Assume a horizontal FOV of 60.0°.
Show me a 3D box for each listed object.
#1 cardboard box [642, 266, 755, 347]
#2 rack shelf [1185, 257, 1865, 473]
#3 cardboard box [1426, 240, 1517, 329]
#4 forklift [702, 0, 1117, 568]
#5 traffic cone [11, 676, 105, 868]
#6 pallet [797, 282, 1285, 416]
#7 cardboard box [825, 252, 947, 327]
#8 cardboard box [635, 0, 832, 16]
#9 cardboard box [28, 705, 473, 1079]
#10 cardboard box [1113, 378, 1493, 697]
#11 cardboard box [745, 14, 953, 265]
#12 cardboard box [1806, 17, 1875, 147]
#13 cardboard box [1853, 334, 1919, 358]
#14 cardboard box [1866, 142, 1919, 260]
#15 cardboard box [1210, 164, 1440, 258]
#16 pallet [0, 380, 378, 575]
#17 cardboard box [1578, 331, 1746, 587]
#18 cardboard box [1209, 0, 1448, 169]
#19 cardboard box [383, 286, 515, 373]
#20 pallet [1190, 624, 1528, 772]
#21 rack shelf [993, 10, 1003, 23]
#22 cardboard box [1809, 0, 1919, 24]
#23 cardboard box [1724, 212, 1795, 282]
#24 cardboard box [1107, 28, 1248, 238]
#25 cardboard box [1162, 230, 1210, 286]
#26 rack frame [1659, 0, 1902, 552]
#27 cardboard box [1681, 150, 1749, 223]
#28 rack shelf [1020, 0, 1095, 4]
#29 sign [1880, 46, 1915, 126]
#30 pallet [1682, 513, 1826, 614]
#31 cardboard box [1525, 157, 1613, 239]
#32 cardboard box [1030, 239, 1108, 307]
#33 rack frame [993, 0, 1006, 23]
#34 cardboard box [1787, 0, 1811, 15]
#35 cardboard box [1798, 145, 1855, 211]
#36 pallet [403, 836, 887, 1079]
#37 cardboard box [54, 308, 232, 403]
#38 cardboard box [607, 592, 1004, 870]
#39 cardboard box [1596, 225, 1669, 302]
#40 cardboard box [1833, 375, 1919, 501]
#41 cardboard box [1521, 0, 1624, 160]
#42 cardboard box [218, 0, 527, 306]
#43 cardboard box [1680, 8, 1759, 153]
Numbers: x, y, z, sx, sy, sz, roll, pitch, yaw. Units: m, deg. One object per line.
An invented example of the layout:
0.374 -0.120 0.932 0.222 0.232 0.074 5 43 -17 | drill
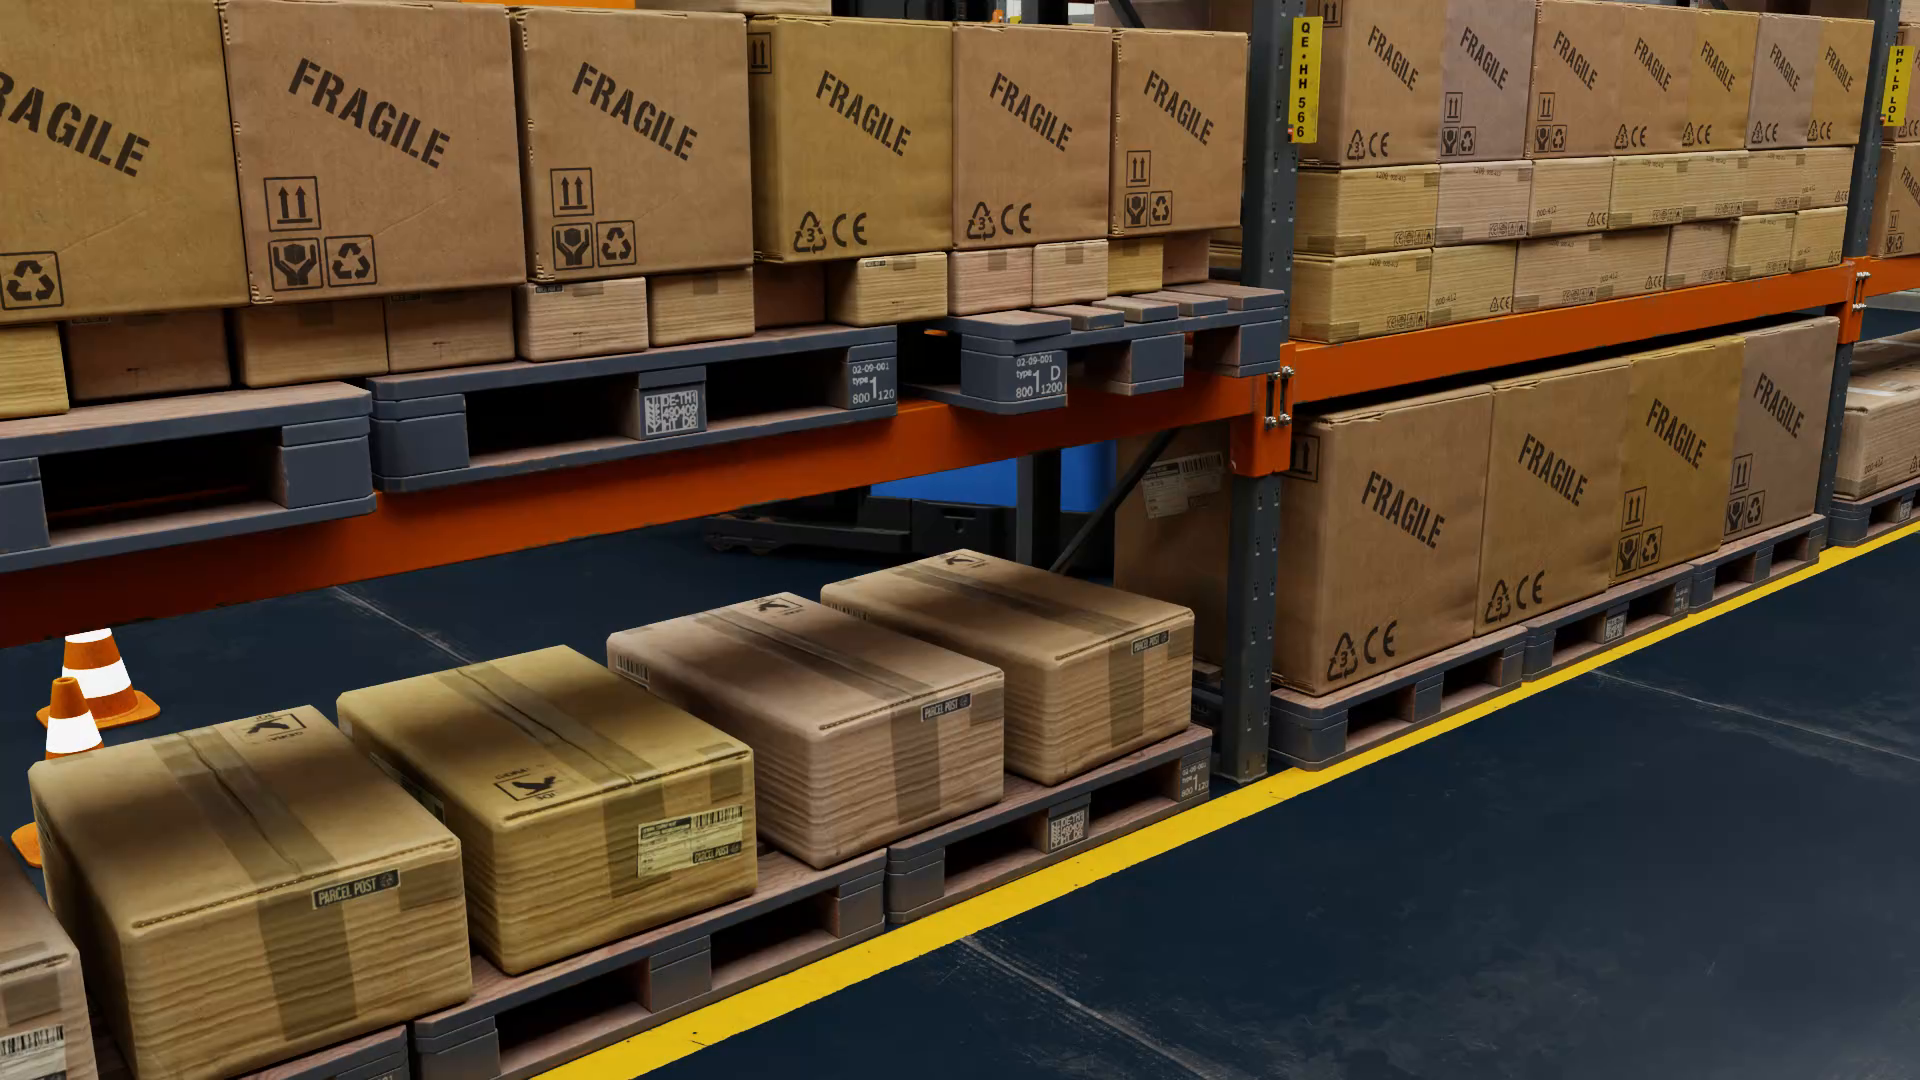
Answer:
-0.650 -0.518 3.549 0.250 0.149 0.380 -13 20 -41 | cardboard box
2.068 -0.807 6.352 4.000 0.370 1.077 -13 19 -39 | rack shelf
1.469 -0.868 5.476 0.500 0.250 0.500 -13 20 -41 | cardboard box
-0.651 -1.474 7.590 3.031 2.935 1.130 5 16 18 | forklift
-2.442 0.605 4.588 0.334 0.463 0.336 -13 19 -39 | traffic cone
0.092 -0.581 4.486 1.003 0.211 1.213 -13 19 -39 | pallet
-0.243 -0.594 3.836 0.250 0.149 0.380 -12 19 -38 | cardboard box
-0.490 -1.192 3.559 0.250 0.149 0.380 -14 20 -42 | cardboard box
-1.524 0.717 3.532 0.625 0.372 0.950 -11 19 -36 | cardboard box
1.135 -0.093 5.589 0.875 0.875 0.875 -13 20 -40 | cardboard box
-0.364 -0.904 3.738 0.500 0.500 0.500 -14 21 -43 | cardboard box
3.405 -1.900 6.920 0.500 0.500 0.500 -12 19 -38 | cardboard box
5.477 -0.848 9.263 0.875 0.438 0.875 -12 19 -38 | cardboard box
4.103 -1.570 7.622 0.500 0.500 0.500 -12 19 -38 | cardboard box
1.104 -1.022 5.087 0.500 0.250 0.500 -13 20 -40 | cardboard box
-1.786 -0.146 2.858 1.213 0.211 1.003 -13 19 -39 | pallet
2.485 -0.394 6.718 0.875 0.875 0.875 -12 19 -38 | cardboard box
1.092 -1.383 4.984 0.500 0.500 0.500 -14 20 -41 | cardboard box
-1.067 -0.432 3.228 0.250 0.149 0.380 -12 19 -39 | cardboard box
1.203 0.413 5.796 1.213 0.211 1.003 -13 19 -39 | pallet
-1.420 -4.863 15.725 4.000 0.370 1.077 -13 19 -39 | rack shelf
3.985 -2.341 7.313 0.250 0.149 0.380 -13 20 -40 | cardboard box
3.019 -1.210 6.757 0.500 0.250 0.500 -13 20 -40 | cardboard box
0.399 -1.079 4.395 0.500 0.500 0.500 -13 20 -41 | cardboard box
0.466 -0.796 4.590 0.250 0.149 0.380 -12 19 -37 | cardboard box
3.577 -1.493 7.528 0.127 3.000 1.000 -13 19 -39 | rack frame
2.645 -1.365 6.371 0.500 0.250 0.500 -12 19 -38 | cardboard box
1.760 -3.880 12.046 4.000 0.370 1.077 -13 19 -39 | rack shelf
3.940 -1.910 6.999 0.005 0.325 0.100 -13 19 -39 | sign
3.044 -0.001 7.343 1.213 0.211 1.003 -13 19 -39 | pallet
1.878 -1.192 5.721 0.500 0.250 0.500 -13 20 -40 | cardboard box
0.151 -0.685 4.175 0.250 0.149 0.380 -13 20 -40 | cardboard box
0.089 -4.100 17.287 0.127 3.000 1.000 -13 19 -39 | rack frame
3.870 -2.476 7.818 0.250 0.149 0.380 -12 19 -38 | cardboard box
3.404 -1.540 7.026 0.500 0.250 0.500 -13 20 -39 | cardboard box
-0.951 0.869 4.087 1.213 0.211 1.003 -13 19 -39 | pallet
-1.476 -0.355 2.940 0.250 0.149 0.380 -11 19 -36 | cardboard box
-0.425 0.471 4.451 0.625 0.372 0.950 -13 20 -40 | cardboard box
2.239 -1.040 6.120 0.500 0.250 0.500 -13 19 -39 | cardboard box
4.121 -0.544 8.124 0.875 0.438 0.875 -13 20 -40 | cardboard box
1.860 -1.553 5.622 0.500 0.500 0.500 -12 19 -38 | cardboard box
-1.157 -0.723 3.059 0.500 0.500 0.500 -13 20 -40 | cardboard box
2.624 -1.729 6.279 0.500 0.500 0.500 -12 19 -38 | cardboard box
